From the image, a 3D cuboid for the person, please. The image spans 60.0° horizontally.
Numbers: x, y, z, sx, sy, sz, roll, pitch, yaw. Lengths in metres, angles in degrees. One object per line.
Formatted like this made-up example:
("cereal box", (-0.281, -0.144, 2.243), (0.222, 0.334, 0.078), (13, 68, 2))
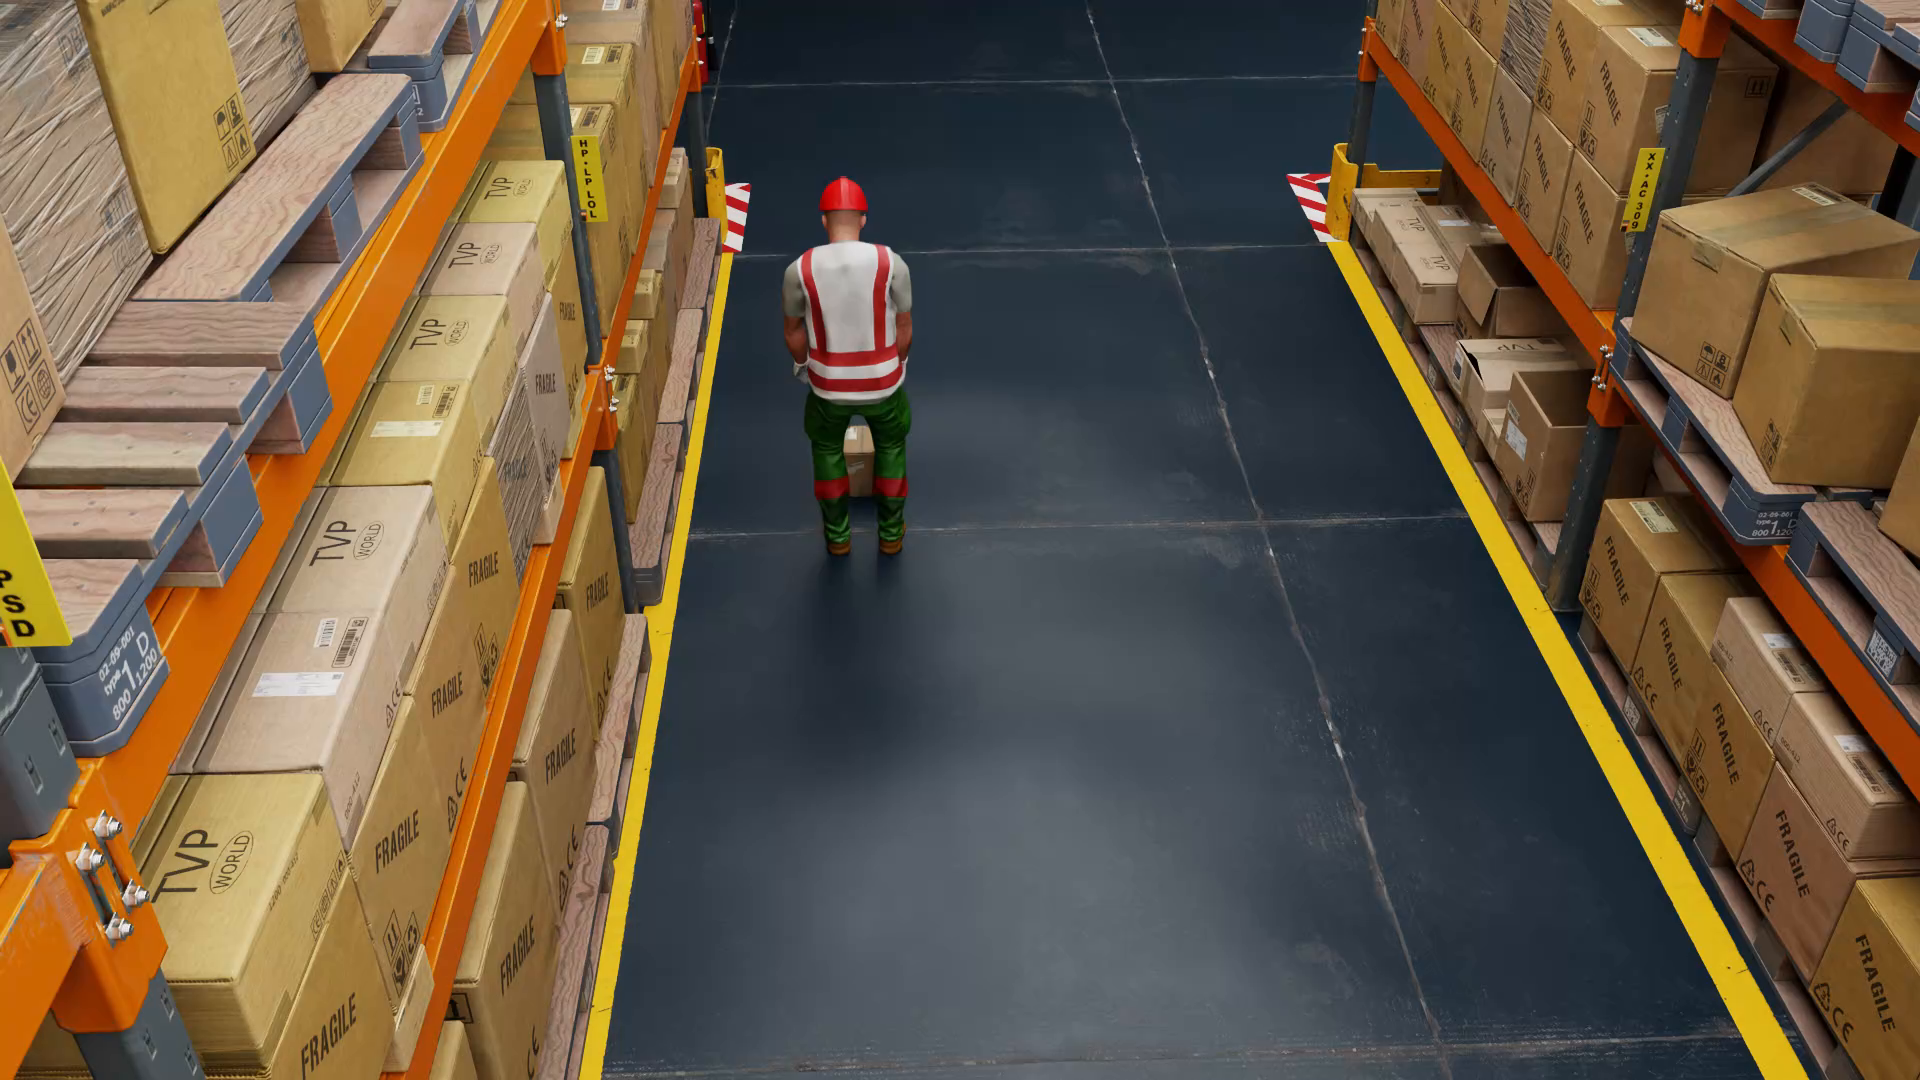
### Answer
("person", (-0.478, -0.717, 7.221), (0.551, 1.710, 0.496), (-1, 35, -1))
